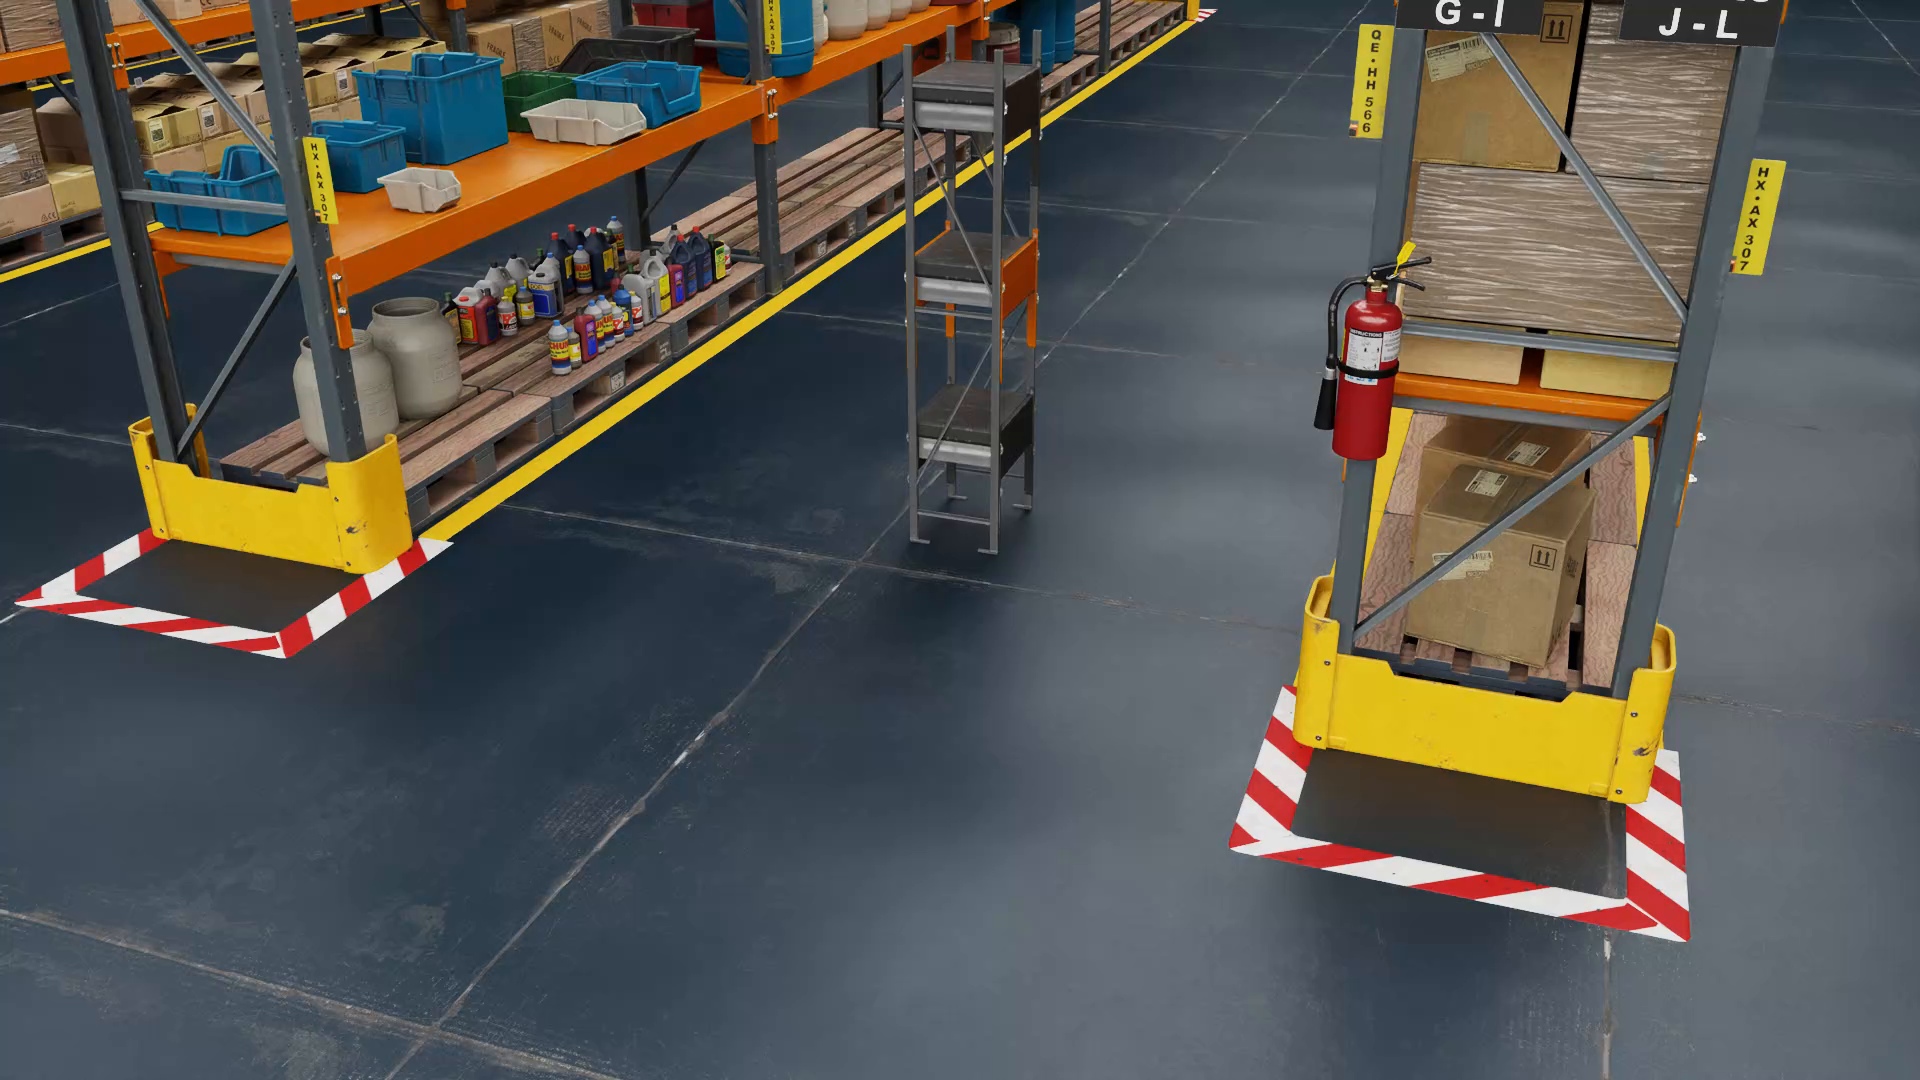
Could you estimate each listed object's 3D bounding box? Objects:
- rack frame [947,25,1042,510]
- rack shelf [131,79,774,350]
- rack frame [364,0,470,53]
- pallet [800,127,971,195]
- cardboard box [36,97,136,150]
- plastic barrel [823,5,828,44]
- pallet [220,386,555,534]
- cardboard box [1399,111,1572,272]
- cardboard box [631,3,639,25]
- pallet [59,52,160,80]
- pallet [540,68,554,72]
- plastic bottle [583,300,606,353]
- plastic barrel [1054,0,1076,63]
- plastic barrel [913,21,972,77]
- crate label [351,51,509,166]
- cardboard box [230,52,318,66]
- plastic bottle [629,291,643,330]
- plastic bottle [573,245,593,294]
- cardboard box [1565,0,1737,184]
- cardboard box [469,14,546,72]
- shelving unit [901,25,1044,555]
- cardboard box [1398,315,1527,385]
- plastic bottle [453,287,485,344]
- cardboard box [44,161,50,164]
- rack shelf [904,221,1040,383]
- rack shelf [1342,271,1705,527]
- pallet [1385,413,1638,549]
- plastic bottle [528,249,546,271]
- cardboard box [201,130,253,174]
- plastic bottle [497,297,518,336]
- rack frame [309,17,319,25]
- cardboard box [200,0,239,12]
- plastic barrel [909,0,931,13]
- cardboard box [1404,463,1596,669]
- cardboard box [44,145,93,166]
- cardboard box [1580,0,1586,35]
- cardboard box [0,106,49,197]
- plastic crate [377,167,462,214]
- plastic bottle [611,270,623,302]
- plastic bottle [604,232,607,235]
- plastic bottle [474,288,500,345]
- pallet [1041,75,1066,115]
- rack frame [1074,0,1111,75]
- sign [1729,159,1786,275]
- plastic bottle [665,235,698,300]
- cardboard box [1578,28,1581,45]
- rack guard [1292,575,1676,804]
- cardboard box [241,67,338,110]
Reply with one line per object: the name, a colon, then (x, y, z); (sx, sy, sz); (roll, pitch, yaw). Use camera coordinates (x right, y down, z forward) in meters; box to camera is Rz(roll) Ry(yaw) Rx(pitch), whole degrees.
rack frame: (0.136, -1.113, 7.140); (0.400, 2.100, 0.015); (9, 27, 17)
rack shelf: (-2.274, -1.815, 8.383); (1.077, 0.370, 4.000); (9, 27, 17)
rack frame: (-4.947, -5.325, 14.805); (1.000, 3.000, 0.127); (9, 27, 17)
pallet: (-0.572, -3.037, 13.280); (1.003, 0.211, 1.213); (9, 27, 17)
cardboard box: (-6.414, -3.093, 12.225); (0.500, 0.311, 0.500); (9, 27, 17)
plastic barrel: (-1.023, -3.420, 11.031); (0.301, 0.262, 0.301); (0, 26, 0)
pallet: (-2.683, -0.433, 7.903); (1.003, 0.211, 1.213); (9, 27, 17)
cardboard box: (1.994, -1.223, 5.877); (0.875, 0.500, 0.500); (9, 27, 17)
cardboard box: (-3.682, -5.595, 17.728); (0.500, 0.500, 0.500); (9, 27, 18)
pallet: (-9.286, -5.100, 17.540); (1.003, 0.211, 1.213); (9, 27, 17)
pallet: (-4.663, -4.371, 16.035); (1.003, 0.211, 1.213); (9, 27, 17)
plastic bottle: (-1.928, -1.128, 8.764); (0.097, 0.271, 0.097); (0, 26, 0)
plastic barrel: (0.857, -5.272, 16.623); (0.600, 0.901, 0.708); (9, 27, 17)
plastic barrel: (-0.130, -4.021, 14.120); (0.600, 0.830, 0.708); (9, 27, 17)
crate label: (-2.582, -2.129, 8.164); (0.502, 0.435, 0.616); (9, 27, 17)
cardboard box: (-5.737, -3.930, 13.954); (0.500, 0.311, 0.500); (8, 27, 16)
plastic bottle: (-1.793, -1.263, 9.122); (0.097, 0.201, 0.097); (0, 26, 0)
plastic bottle: (-2.203, -1.582, 9.702); (0.097, 0.271, 0.097); (0, 26, 0)
cardboard box: (2.171, -1.414, 5.126); (0.500, 0.500, 0.500); (9, 27, 17)
cardboard box: (-4.357, -4.759, 16.001); (0.500, 0.500, 0.500); (8, 27, 16)
shelving unit: (0.055, -1.013, 6.933); (0.431, 2.100, 0.503); (9, 27, 17)
cardboard box: (1.632, -0.633, 5.404); (0.380, 0.149, 0.250); (9, 27, 17)
plastic bottle: (-2.632, -1.207, 8.922); (0.152, 0.276, 0.135); (9, 27, 18)
cardboard box: (-6.718, -2.486, 11.615); (0.500, 0.250, 0.500); (9, 27, 17)
rack shelf: (0.055, -1.001, 6.939); (0.431, 0.518, 0.480); (9, 27, 17)
rack shelf: (2.397, -1.097, 6.899); (1.077, 0.370, 4.000); (9, 27, 17)
pallet: (2.468, -0.204, 7.428); (1.003, 0.211, 1.213); (9, 27, 17)
plastic bottle: (-2.425, -1.526, 9.571); (0.061, 0.283, 0.133); (10, 28, 20)
cardboard box: (-5.739, -2.972, 12.620); (0.500, 0.250, 0.500); (9, 27, 19)
plastic bottle: (-2.462, -1.220, 9.035); (0.097, 0.201, 0.097); (0, 26, 0)
rack frame: (-8.288, -7.685, 19.681); (1.000, 3.000, 0.127); (9, 27, 17)
cardboard box: (-5.832, -4.256, 12.483); (0.500, 0.500, 0.500); (11, 28, 21)
plastic barrel: (-0.418, -4.201, 12.357); (0.421, 0.512, 0.421); (0, 26, 0)
cardboard box: (1.955, 0.083, 6.023); (0.500, 0.500, 0.500); (14, 29, 27)
cardboard box: (-6.413, -2.845, 12.357); (0.500, 0.250, 0.500); (8, 27, 17)
cardboard box: (3.007, -2.441, 7.247); (0.500, 0.500, 0.500); (9, 27, 17)
cardboard box: (-6.404, -2.544, 10.875); (0.500, 0.500, 0.500); (9, 27, 17)
plastic crate: (-2.338, -1.520, 7.249); (0.298, 0.136, 0.250); (9, 27, 17)
plastic bottle: (-1.881, -1.367, 9.244); (0.061, 0.283, 0.133); (9, 27, 17)
plastic bottle: (-2.161, -1.790, 10.212); (0.097, 0.201, 0.097); (0, 26, 0)
plastic bottle: (-2.531, -1.195, 8.889); (0.061, 0.283, 0.133); (9, 27, 17)
pallet: (0.354, -4.179, 15.640); (1.003, 0.211, 1.213); (9, 27, 17)
rack frame: (1.054, -6.249, 16.714); (1.000, 3.000, 0.127); (9, 27, 17)
sign: (2.243, -0.910, 4.694); (0.100, 0.325, 0.005); (9, 27, 17)
plastic bottle: (-1.615, -1.582, 9.609); (0.144, 0.351, 0.185); (7, 27, 15)
cardboard box: (2.655, -2.045, 7.576); (0.875, 0.500, 0.500); (9, 27, 17)
rack guard: (1.757, 0.495, 5.654); (1.175, 0.500, 0.348); (9, 27, 17)
cardboard box: (-5.395, -3.650, 13.377); (0.500, 0.311, 0.500); (10, 27, 19)
